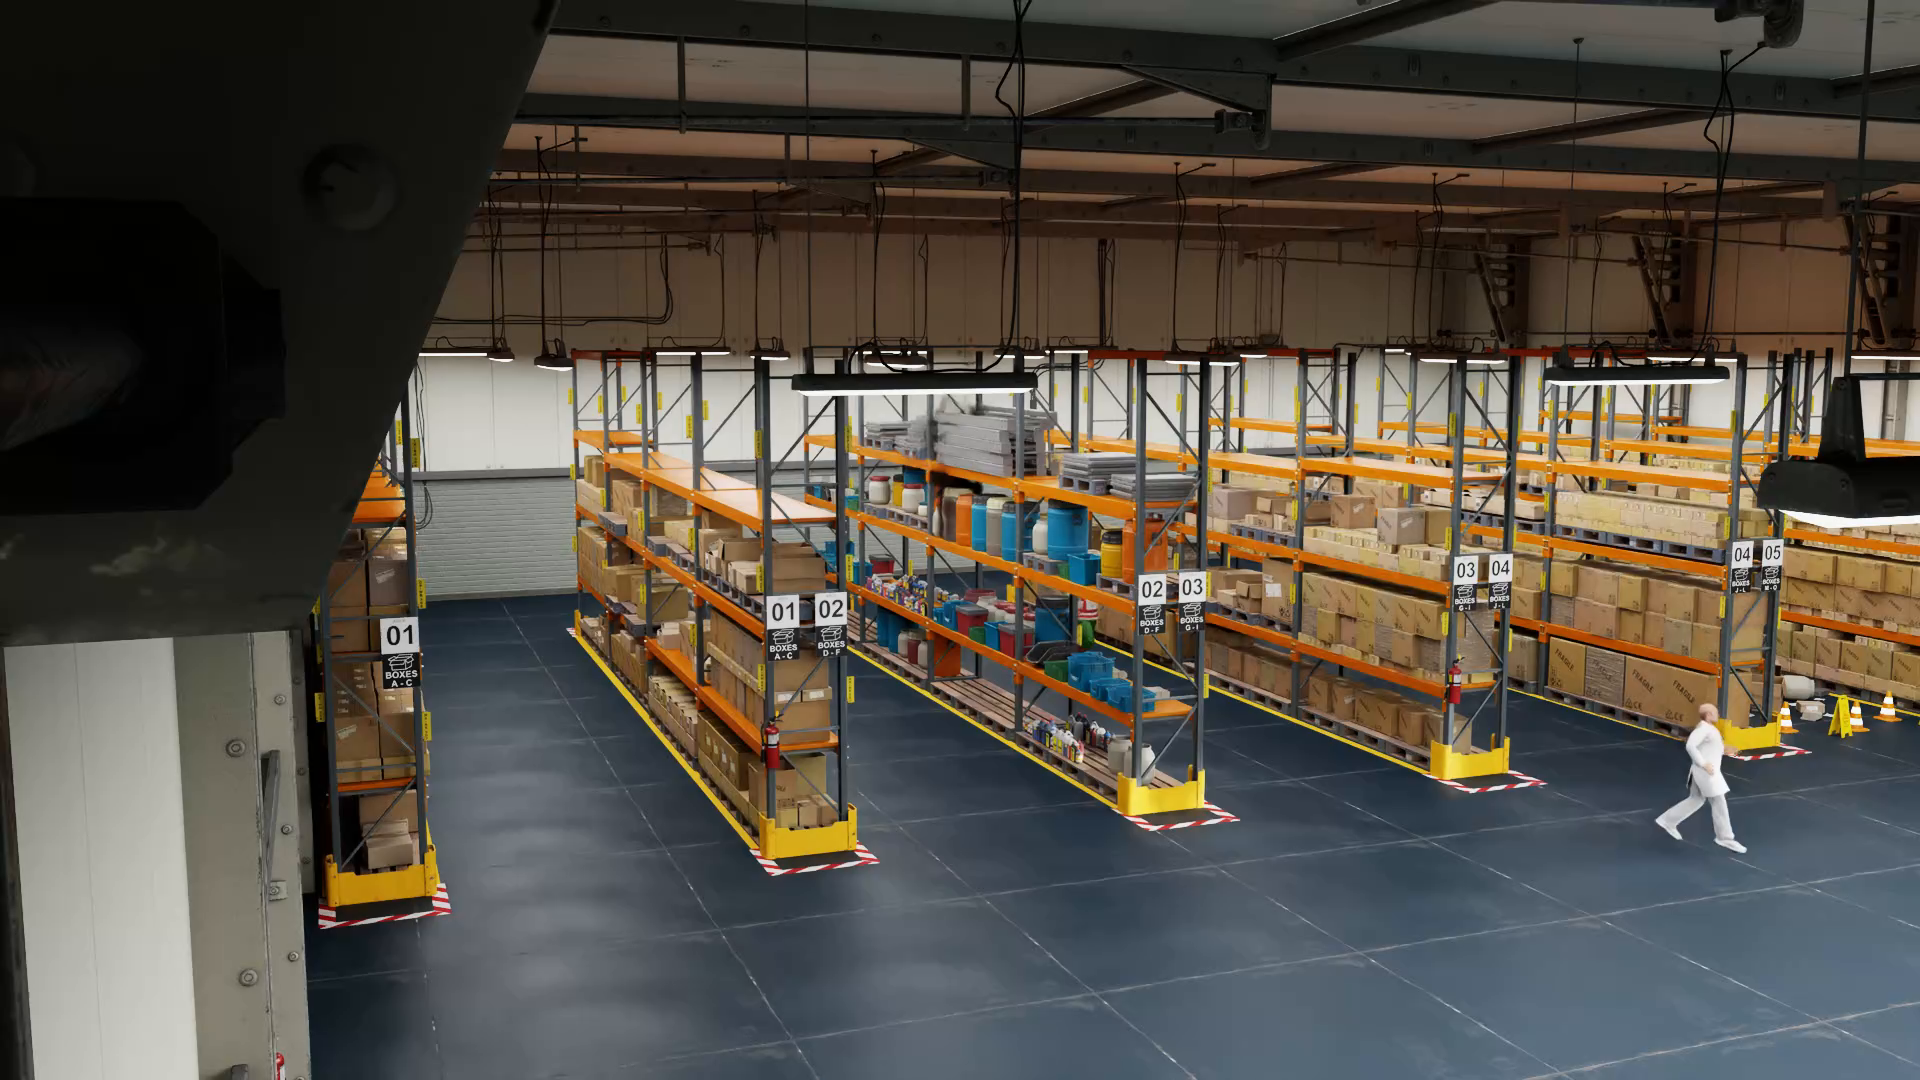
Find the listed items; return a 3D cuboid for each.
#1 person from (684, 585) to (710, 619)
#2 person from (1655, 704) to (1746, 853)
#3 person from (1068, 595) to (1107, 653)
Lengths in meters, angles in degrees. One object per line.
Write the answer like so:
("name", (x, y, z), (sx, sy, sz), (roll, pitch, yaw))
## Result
("person", (-5.636, 1.070, 35.278), (0.692, 1.739, 0.666), (-6, 9, -39))
("person", (9.171, 2.901, 20.448), (0.989, 1.805, 0.703), (2, 7, 14))
("person", (2.302, 1.478, 29.761), (0.645, 1.869, 0.800), (-5, 9, -35))
